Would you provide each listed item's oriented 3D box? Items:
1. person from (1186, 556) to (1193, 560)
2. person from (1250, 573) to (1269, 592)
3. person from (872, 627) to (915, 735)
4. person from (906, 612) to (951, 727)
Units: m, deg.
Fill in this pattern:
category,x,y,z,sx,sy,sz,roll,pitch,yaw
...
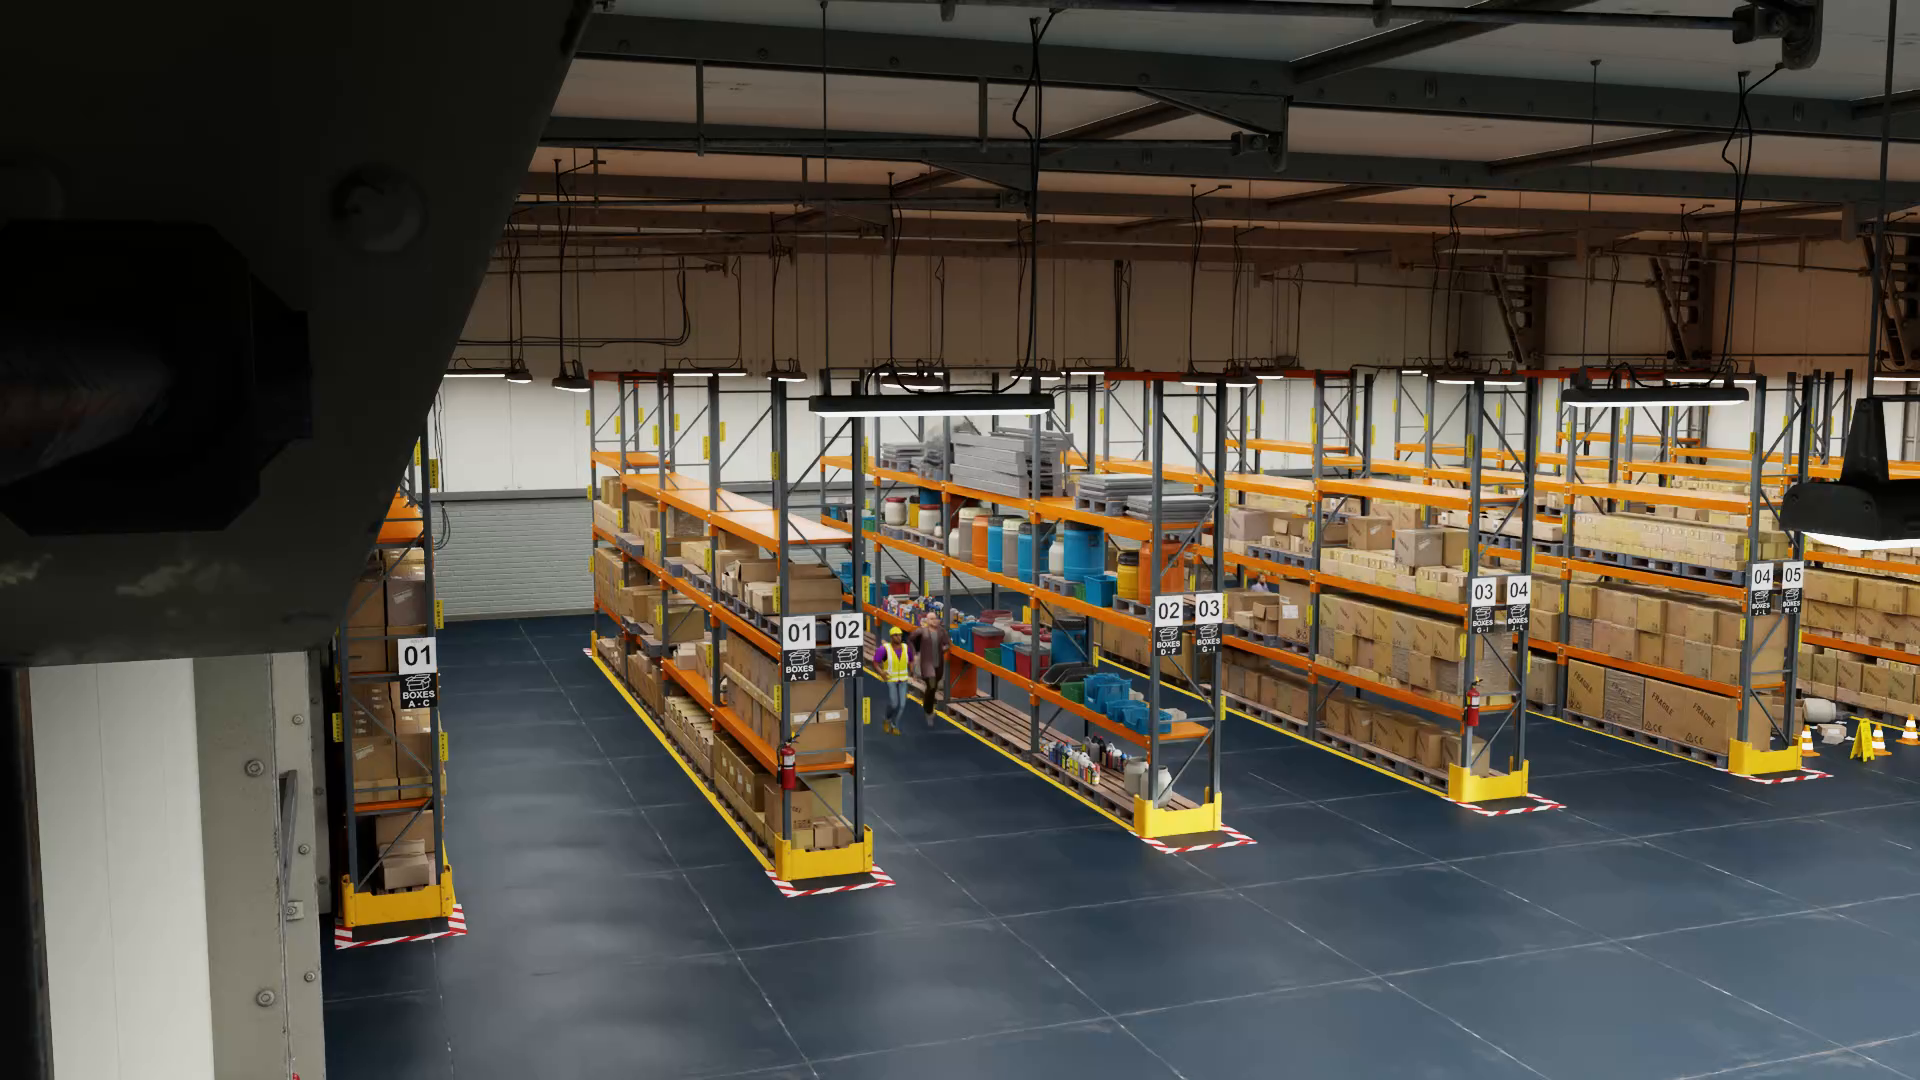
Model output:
category,x,y,z,sx,sy,sz,roll,pitch,yaw
person,5.317,1.176,39.021,0.616,1.642,0.841,0,6,2
person,6.412,1.555,35.707,0.587,1.698,0.757,-3,7,-25
person,-1.018,2.237,26.401,0.683,1.736,0.529,-3,7,-25
person,-0.463,2.122,27.430,0.671,1.876,0.777,-4,7,-30
